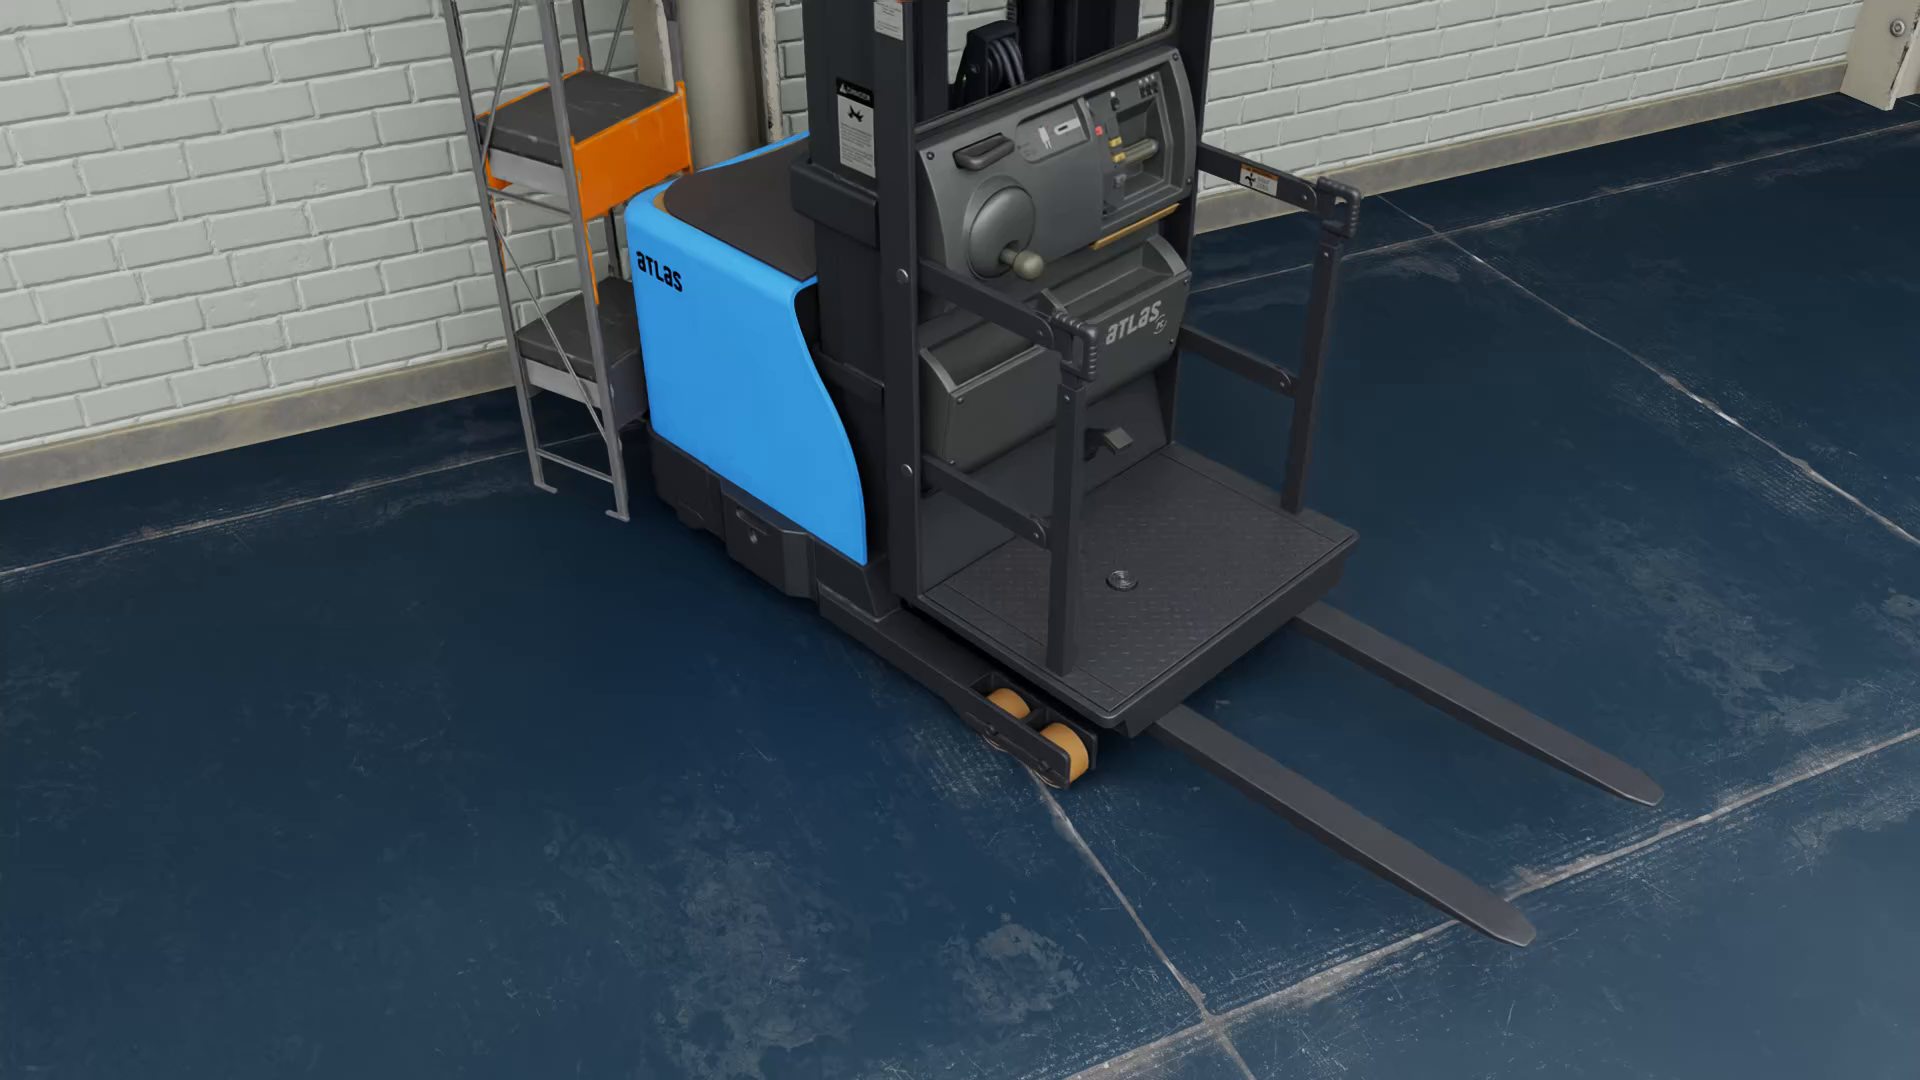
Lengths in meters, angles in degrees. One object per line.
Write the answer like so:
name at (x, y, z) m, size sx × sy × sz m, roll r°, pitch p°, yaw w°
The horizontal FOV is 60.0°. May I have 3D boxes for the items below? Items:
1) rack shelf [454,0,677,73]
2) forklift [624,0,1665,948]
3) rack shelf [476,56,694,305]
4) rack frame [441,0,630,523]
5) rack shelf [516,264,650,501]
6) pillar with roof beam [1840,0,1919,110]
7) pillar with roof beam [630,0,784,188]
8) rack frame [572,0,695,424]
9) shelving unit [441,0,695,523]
rack shelf at (-1.114, -1.643, 4.547) m, size 0.431 × 0.518 × 0.480 m, roll 20°, pitch 41°, yaw 25°
forklift at (0.412, -0.878, 3.974) m, size 1.130 × 2.935 × 3.031 m, roll -31°, pitch 46°, yaw -35°
rack shelf at (-1.109, -1.079, 4.962) m, size 0.431 × 0.518 × 0.480 m, roll 20°, pitch 41°, yaw 25°
rack frame at (-1.239, -0.967, 4.787) m, size 0.400 × 2.100 × 0.015 m, roll 20°, pitch 41°, yaw 25°
rack shelf at (-1.105, -0.515, 5.376) m, size 0.431 × 0.518 × 0.480 m, roll 20°, pitch 41°, yaw 25°
pillar with roof beam at (6.423, -3.505, 2.422) m, size 0.400 × 9.000 × 9.100 m, roll -16°, pitch 39°, yaw -20°
pillar with roof beam at (0.991, -1.986, 0.374) m, size 0.400 × 9.000 × 9.100 m, roll -16°, pitch 39°, yaw -20°
rack frame at (-0.980, -1.213, 5.120) m, size 0.400 × 2.100 × 0.015 m, roll 20°, pitch 41°, yaw 25°
shelving unit at (-1.110, -1.090, 4.954) m, size 0.431 × 2.100 × 0.503 m, roll 20°, pitch 41°, yaw 25°
